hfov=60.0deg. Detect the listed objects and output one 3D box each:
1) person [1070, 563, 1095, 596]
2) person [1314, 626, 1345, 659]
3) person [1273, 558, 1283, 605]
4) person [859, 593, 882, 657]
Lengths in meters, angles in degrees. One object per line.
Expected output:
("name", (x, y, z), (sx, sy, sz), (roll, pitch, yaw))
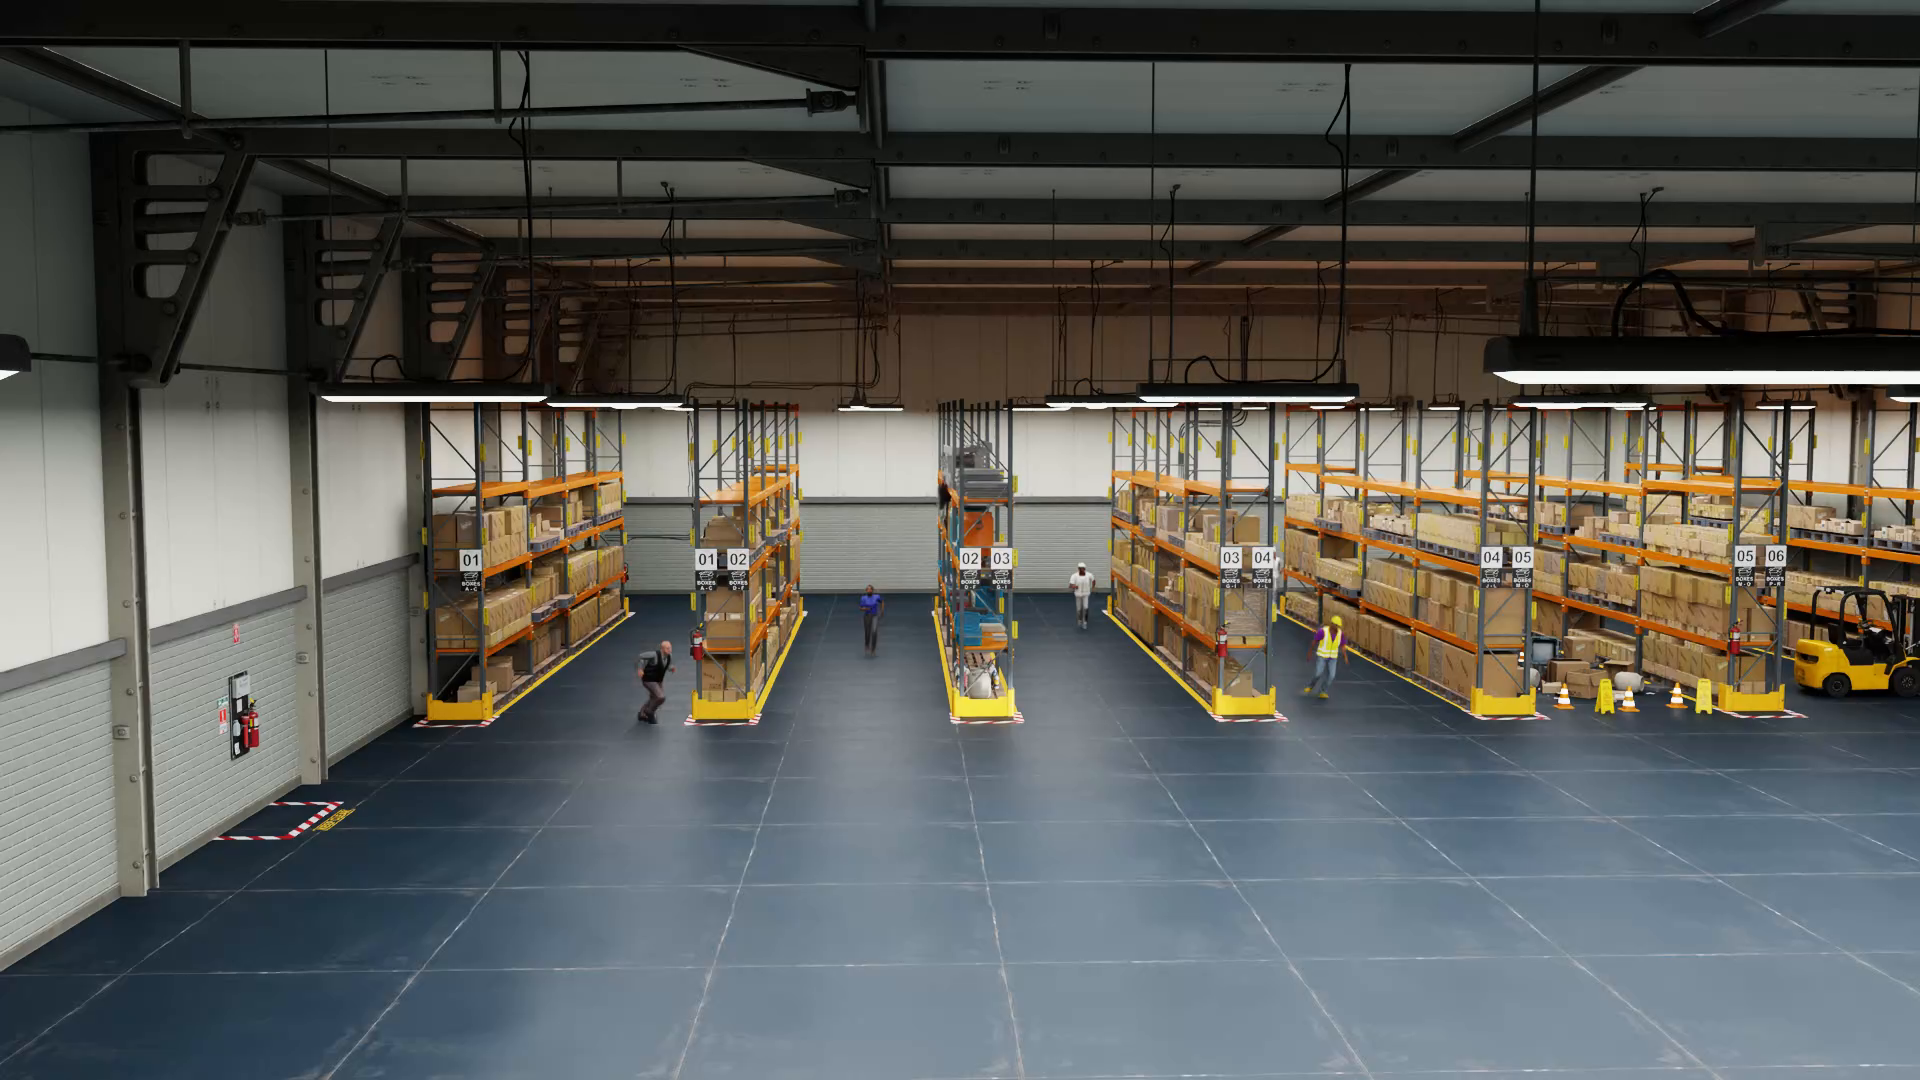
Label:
("person", (3.240, 1.050, 44.052), (0.674, 0.908, 0.715), (0, 4, 6))
("person", (7.407, 2.045, 33.317), (0.627, 0.652, 0.401), (-1, 4, -10))
("person", (9.333, 1.232, 49.569), (0.651, 1.462, 0.571), (2, 5, 24))
("person", (-2.151, 2.003, 39.523), (0.462, 1.506, 0.825), (0, 4, 2))
